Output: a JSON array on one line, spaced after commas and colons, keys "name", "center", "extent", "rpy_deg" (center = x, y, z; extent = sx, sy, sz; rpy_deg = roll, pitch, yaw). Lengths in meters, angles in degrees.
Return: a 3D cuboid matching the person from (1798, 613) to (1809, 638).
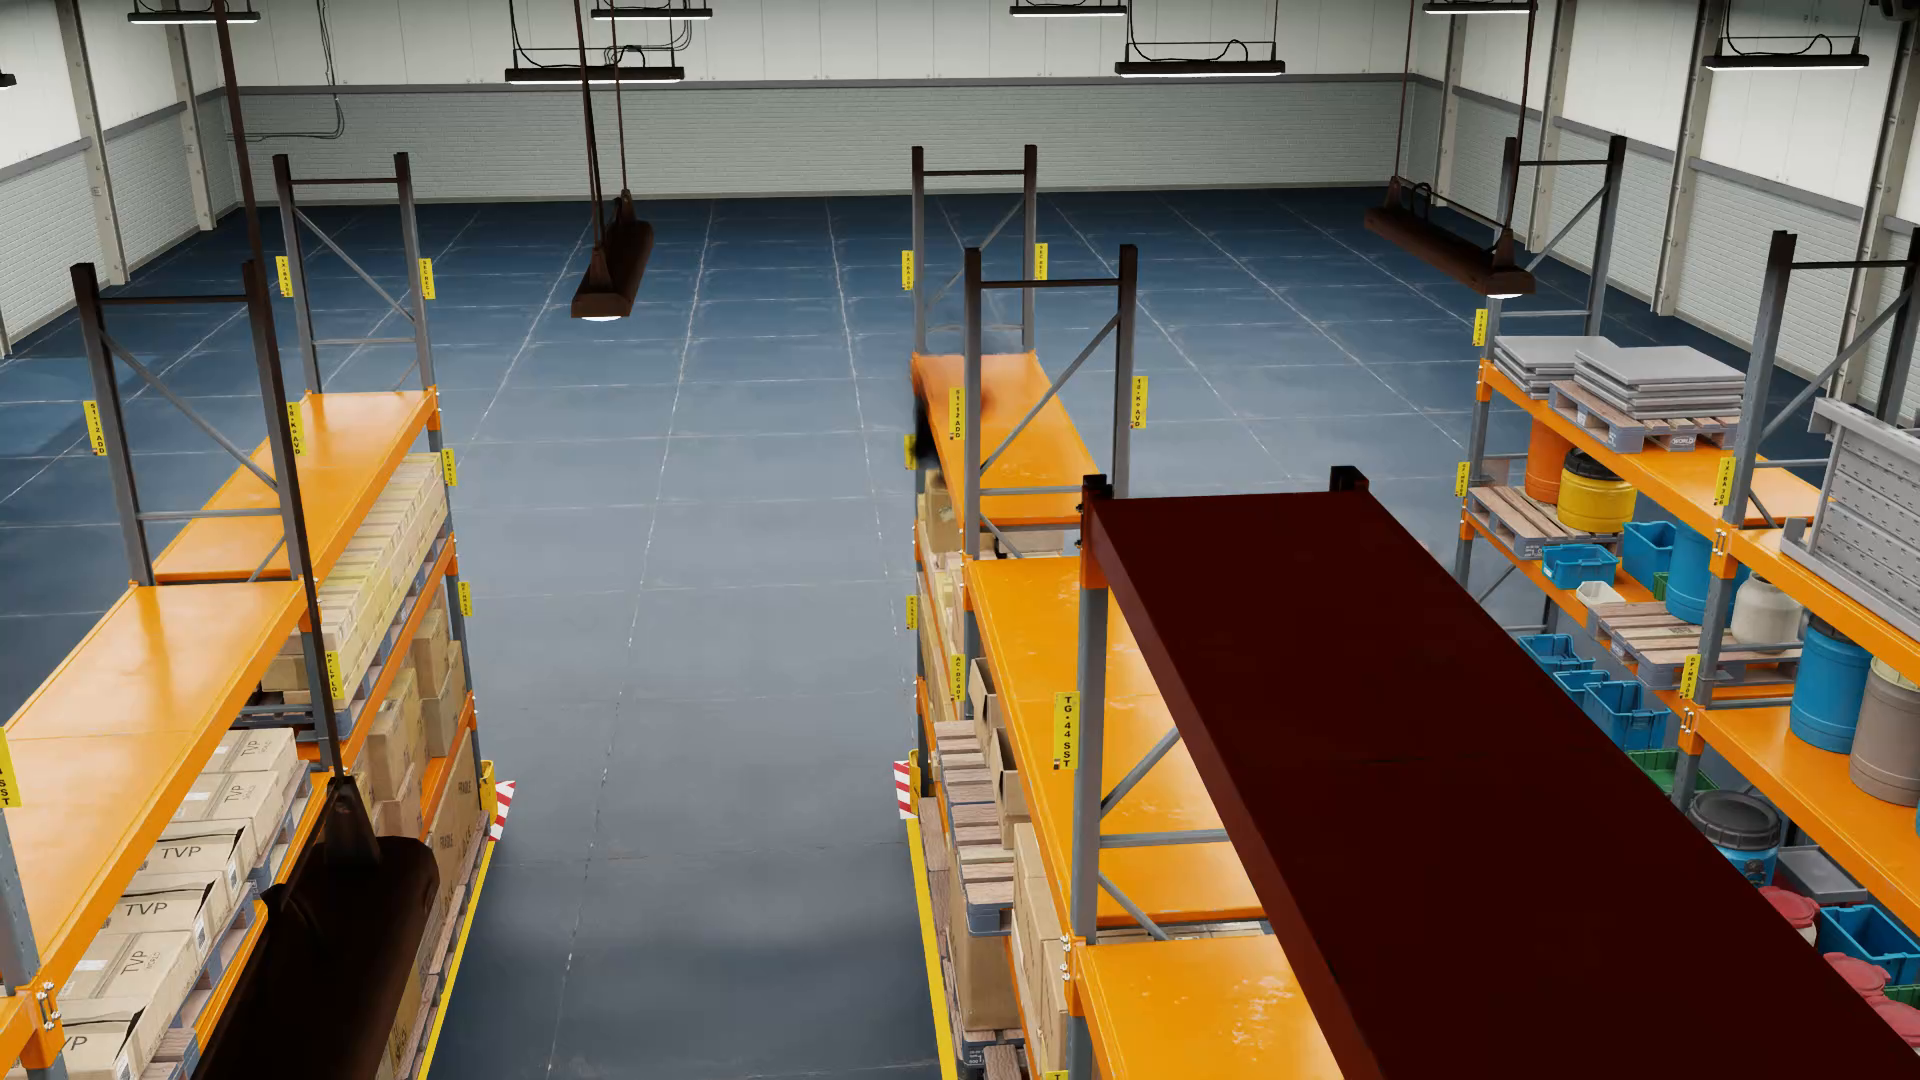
[{"name": "person", "center": [9.001, 0.500, 17.950], "extent": [0.898, 1.804, 0.731], "rpy_deg": [10, 24, 23]}]
